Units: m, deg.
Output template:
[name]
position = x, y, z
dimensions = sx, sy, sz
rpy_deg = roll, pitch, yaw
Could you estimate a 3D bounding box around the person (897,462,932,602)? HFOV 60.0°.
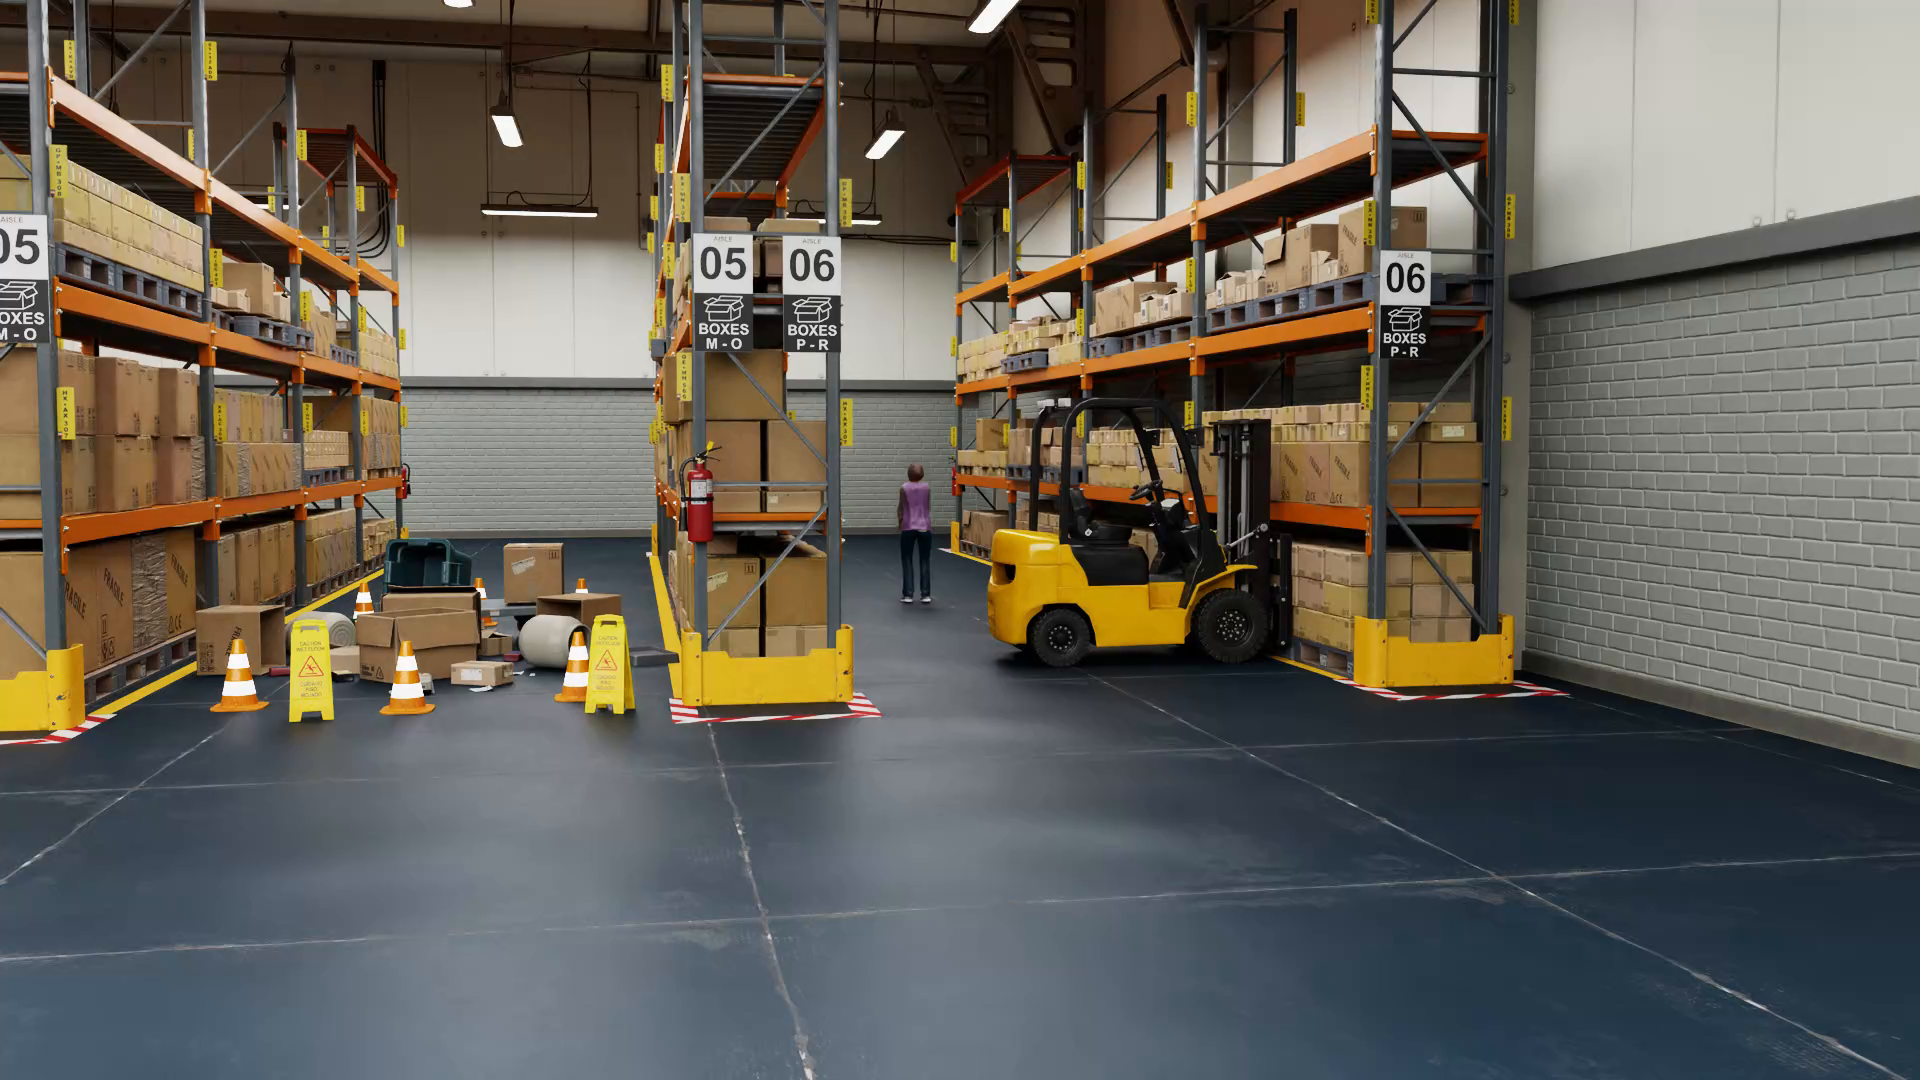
[person]
position = -0.518, -0.076, 18.911
dimensions = 0.396, 1.571, 0.493
rpy_deg = -1, 3, -11
